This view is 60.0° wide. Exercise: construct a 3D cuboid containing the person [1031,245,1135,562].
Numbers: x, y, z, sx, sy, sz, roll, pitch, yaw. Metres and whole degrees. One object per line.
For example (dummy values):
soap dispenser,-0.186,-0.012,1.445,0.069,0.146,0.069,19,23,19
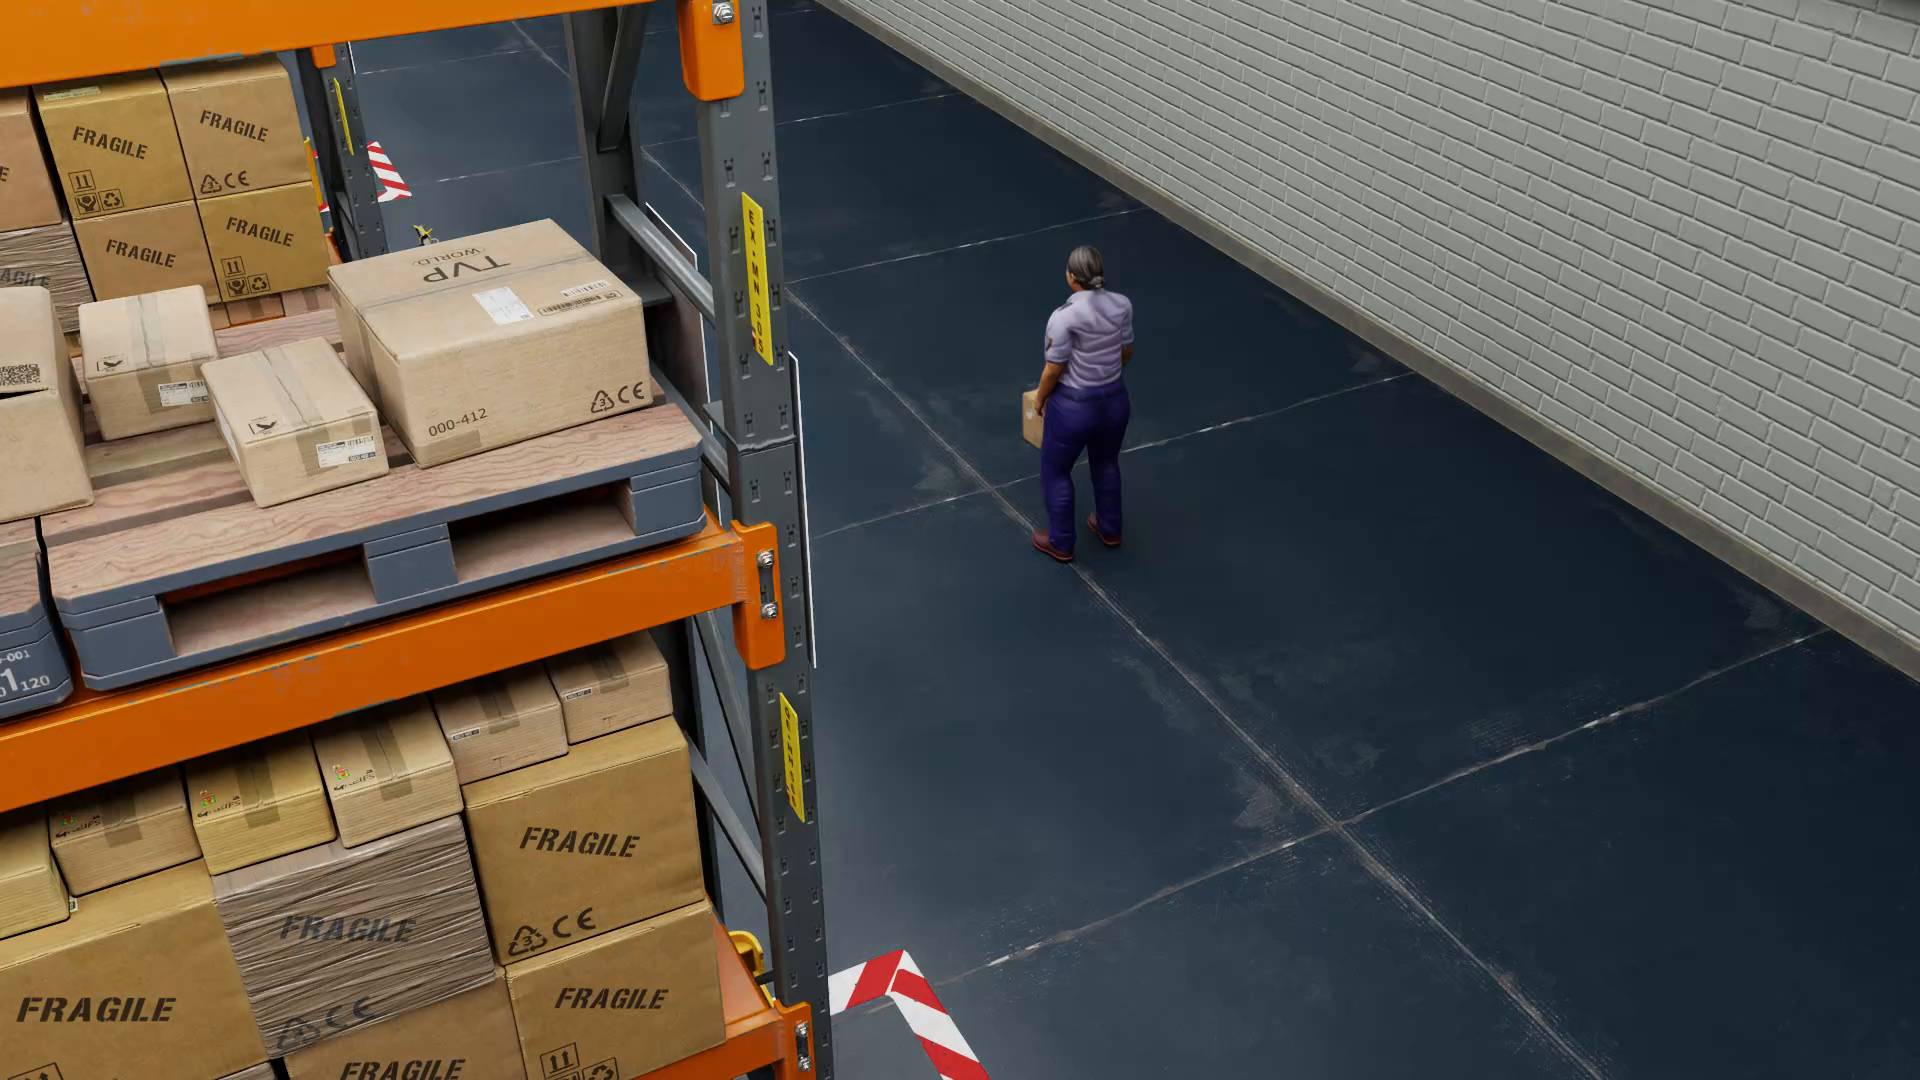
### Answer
person,0.614,-0.663,8.154,0.519,1.656,0.372,-17,37,-24
